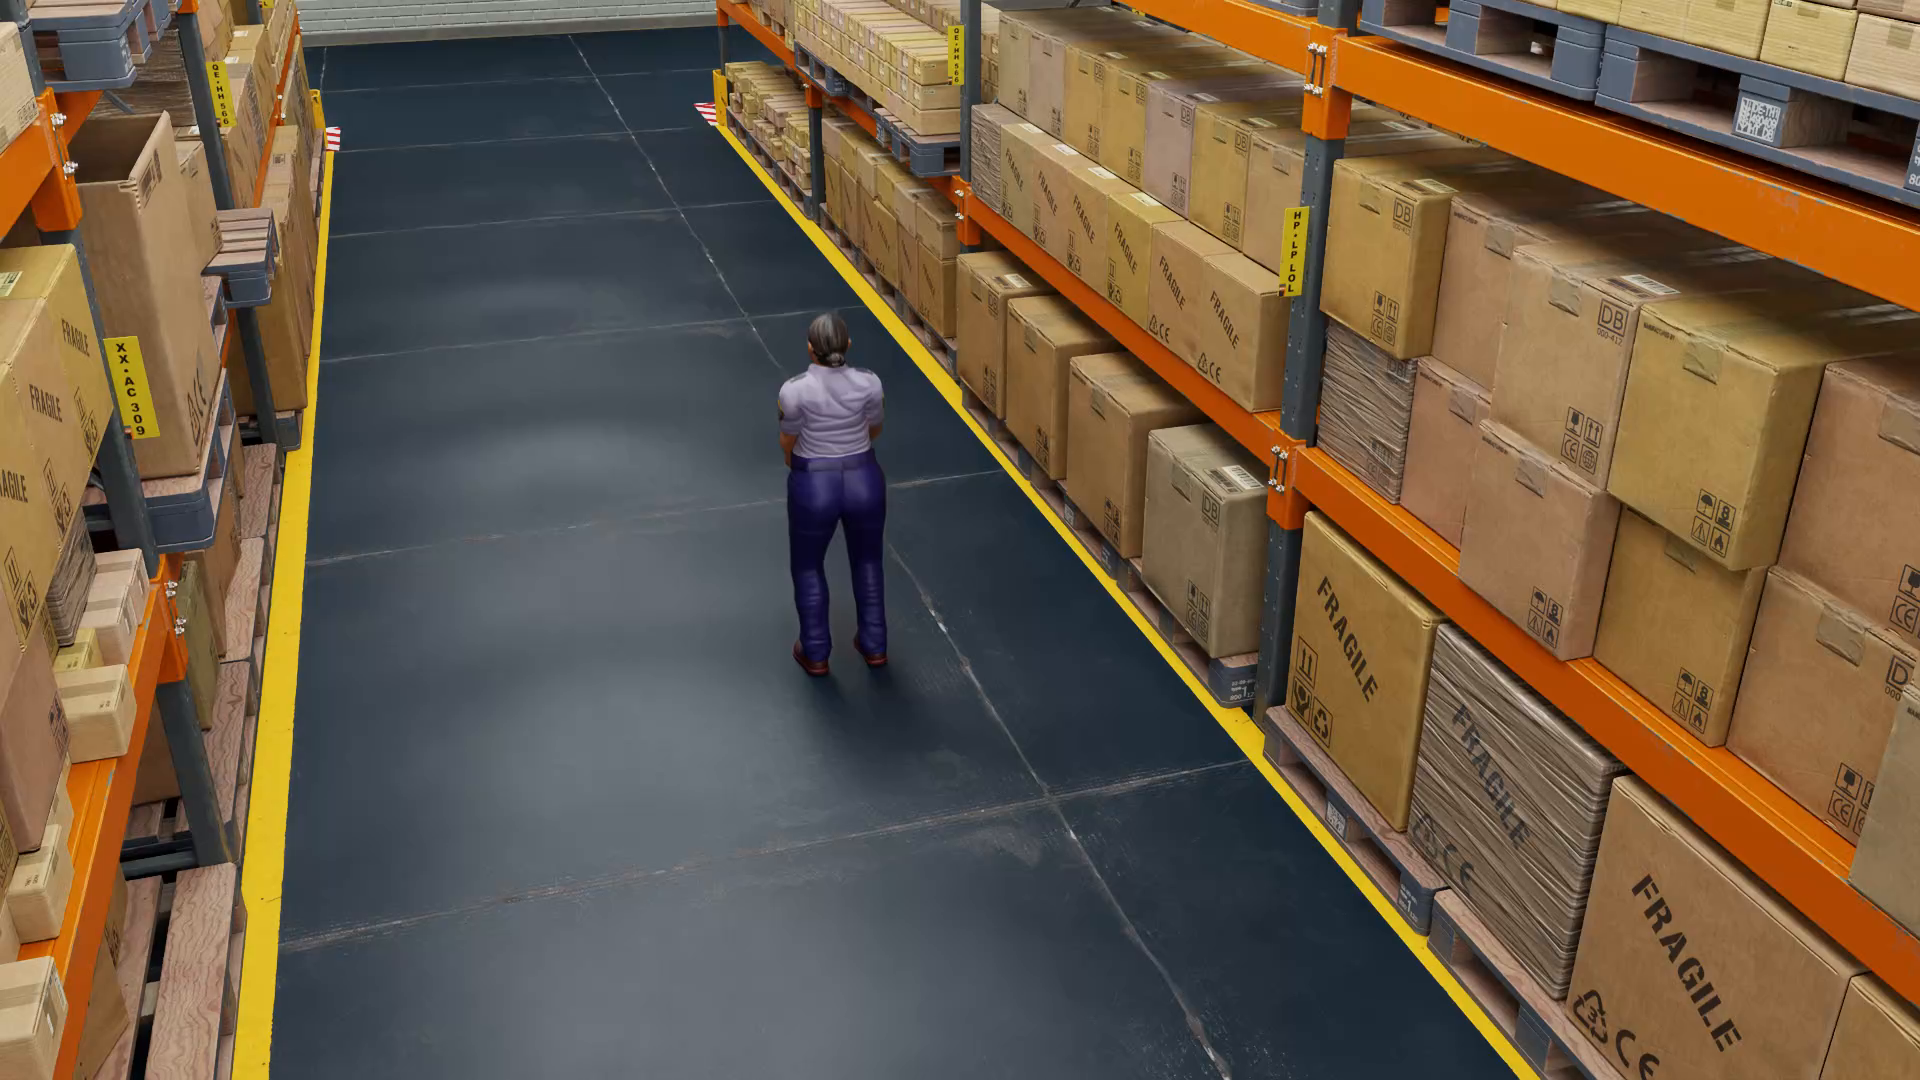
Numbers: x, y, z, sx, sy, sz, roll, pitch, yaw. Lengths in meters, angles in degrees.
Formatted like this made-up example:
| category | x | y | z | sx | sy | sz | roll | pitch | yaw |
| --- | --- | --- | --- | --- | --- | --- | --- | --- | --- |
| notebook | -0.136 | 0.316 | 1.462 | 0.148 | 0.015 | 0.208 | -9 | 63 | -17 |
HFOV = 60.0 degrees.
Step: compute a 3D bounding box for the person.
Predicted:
| category | x | y | z | sx | sy | sz | roll | pitch | yaw |
| --- | --- | --- | --- | --- | --- | --- | --- | --- | --- |
| person | -0.554 | -0.226 | 7.112 | 0.453 | 1.624 | 0.523 | -8 | 28 | -15 |
